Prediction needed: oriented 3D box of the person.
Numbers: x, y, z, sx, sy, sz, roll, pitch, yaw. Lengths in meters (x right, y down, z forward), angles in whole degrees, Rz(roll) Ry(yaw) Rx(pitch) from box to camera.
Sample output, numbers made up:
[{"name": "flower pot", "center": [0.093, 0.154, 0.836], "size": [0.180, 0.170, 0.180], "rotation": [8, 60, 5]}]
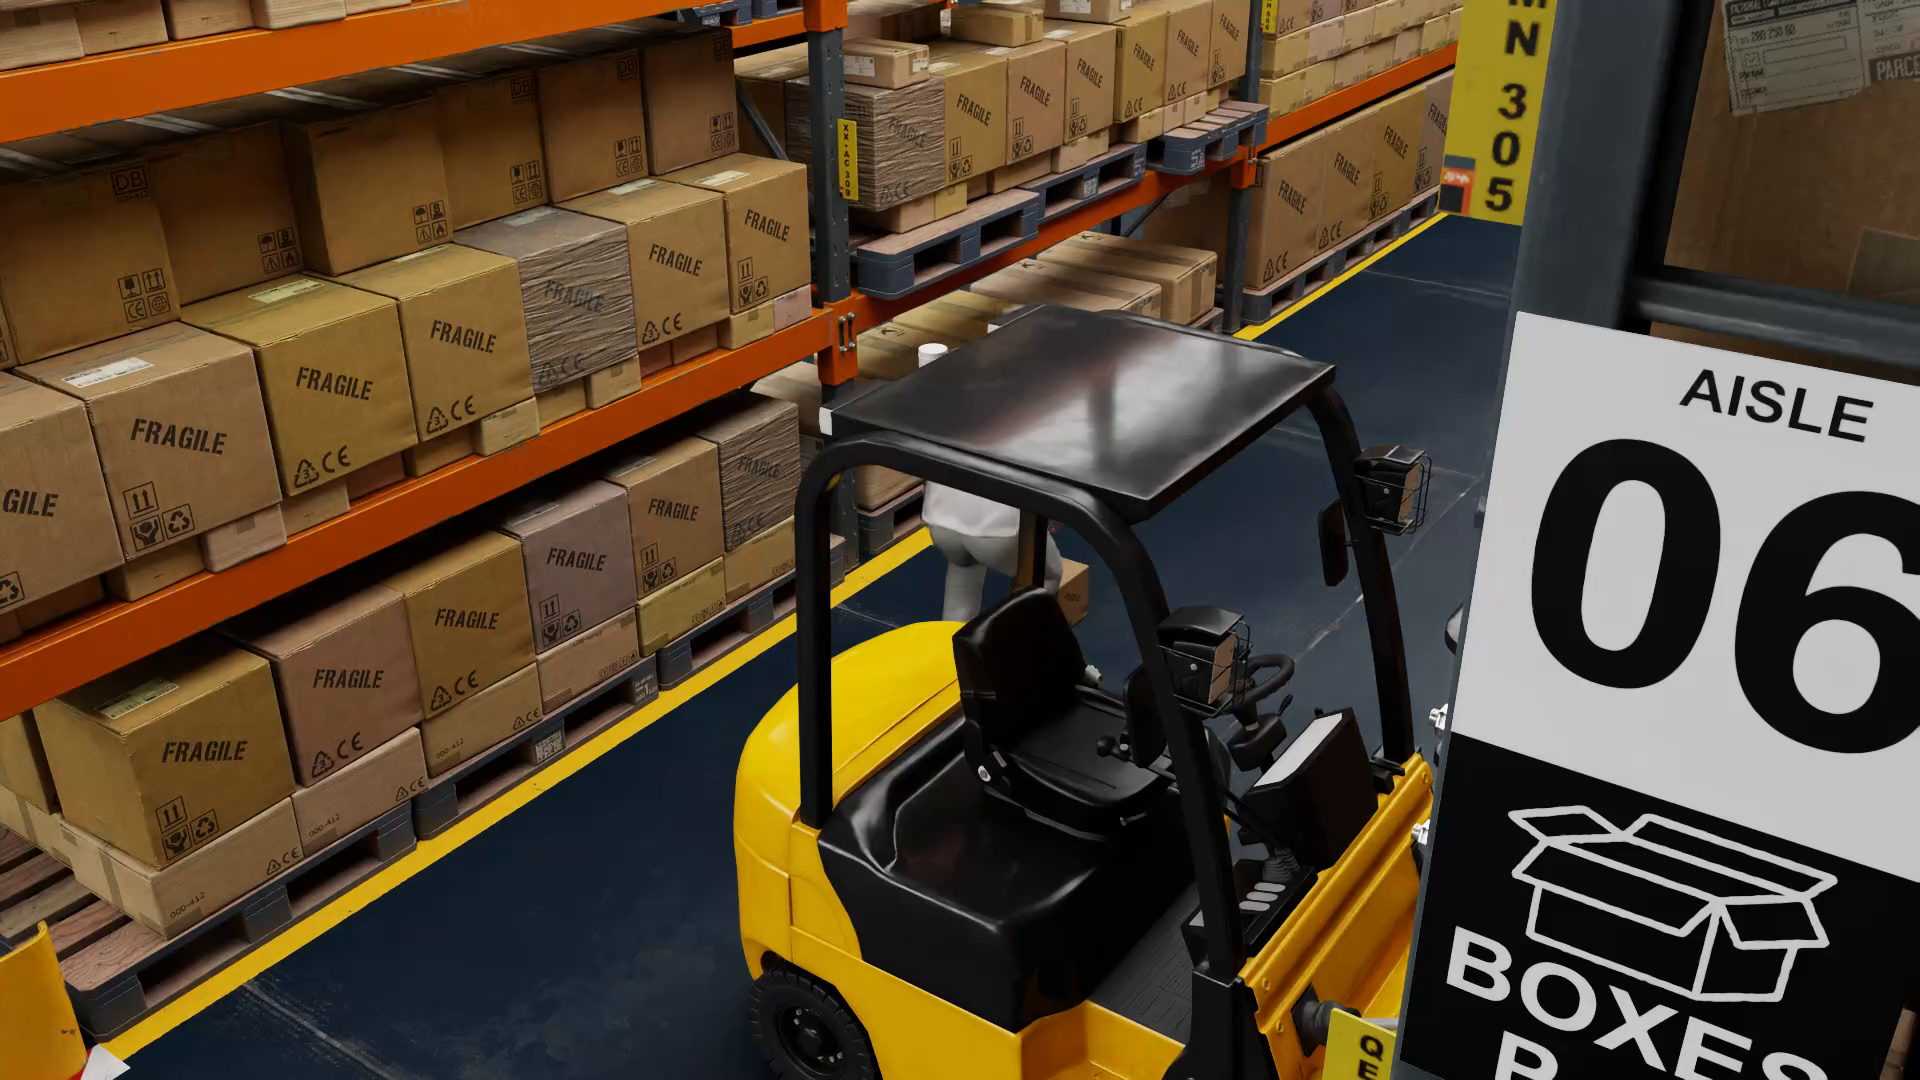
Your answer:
[{"name": "person", "center": [0.134, -0.154, 6.710], "size": [0.588, 1.496, 0.752], "rotation": [15, 31, 27]}]
